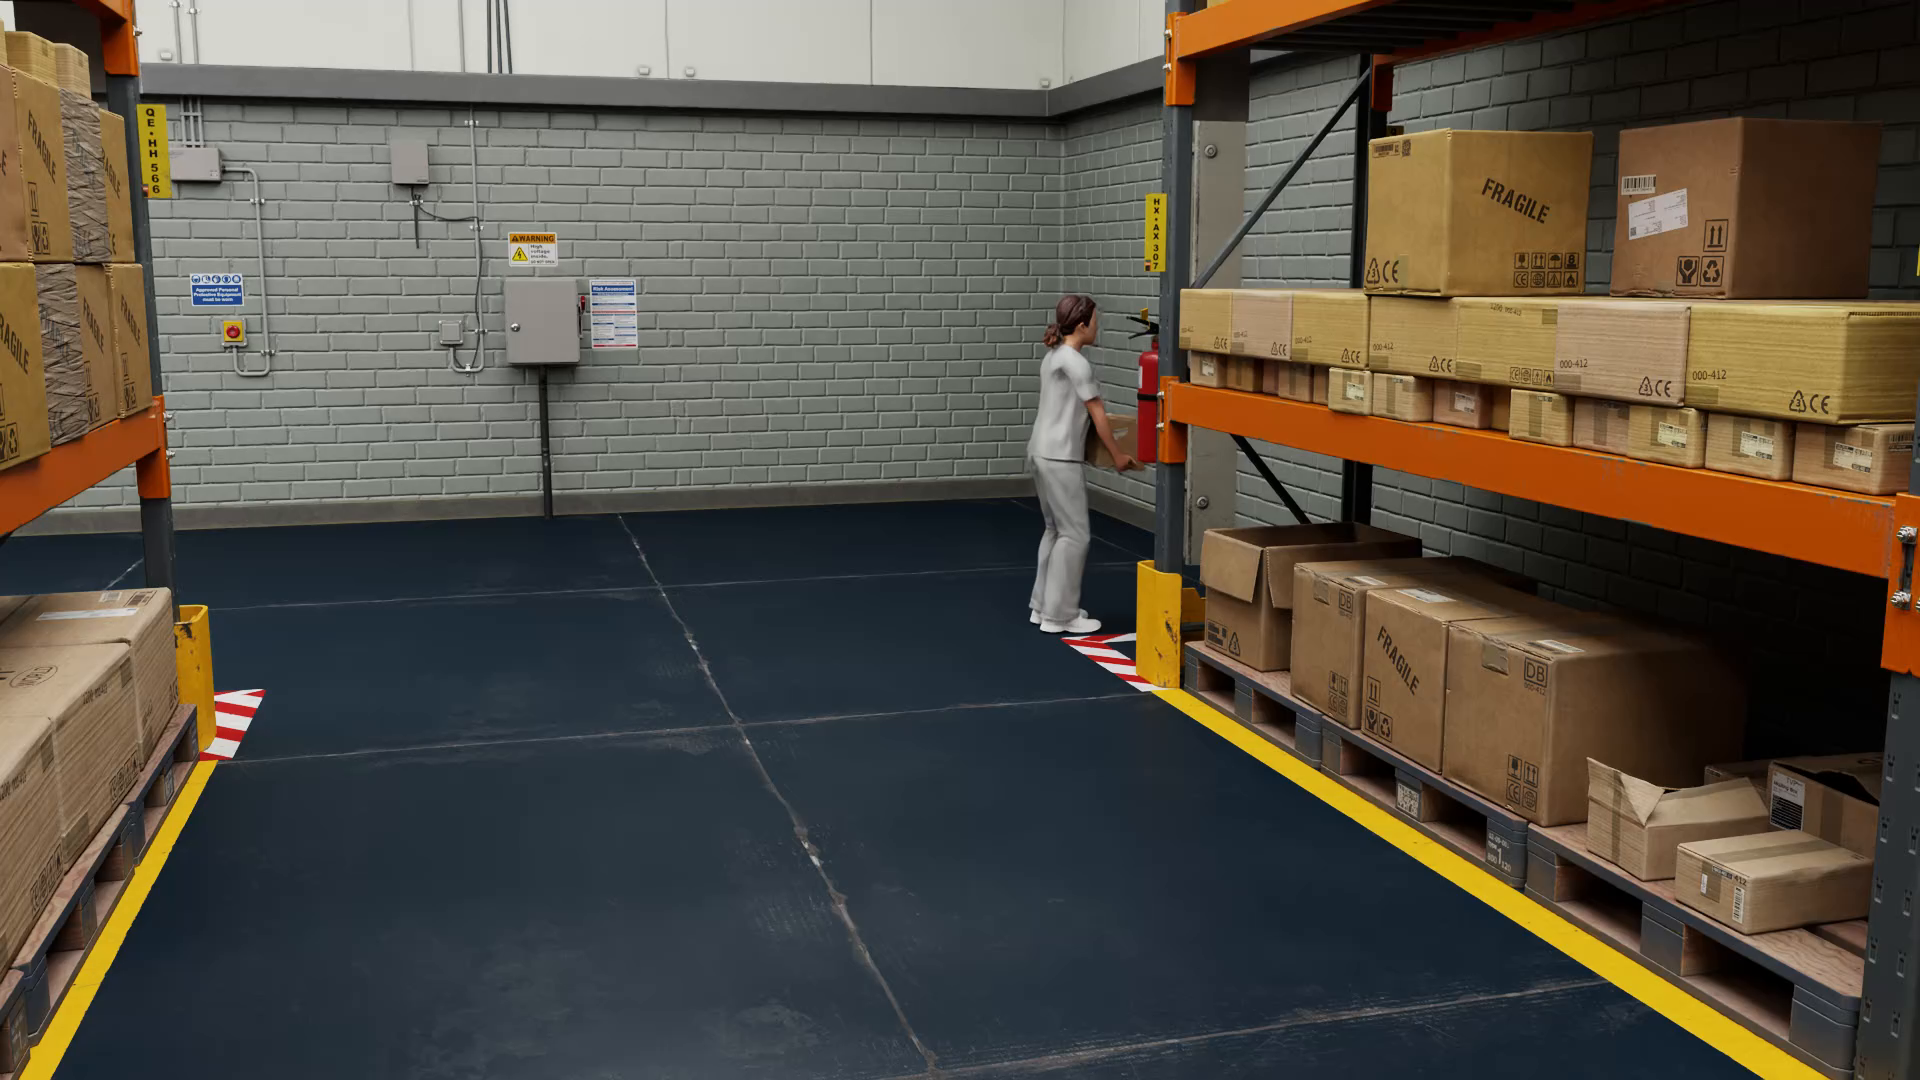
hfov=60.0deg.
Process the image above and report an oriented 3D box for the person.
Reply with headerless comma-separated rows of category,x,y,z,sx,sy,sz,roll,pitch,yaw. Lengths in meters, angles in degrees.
person,0.595,-0.359,8.266,0.510,1.617,0.411,-2,10,-12
